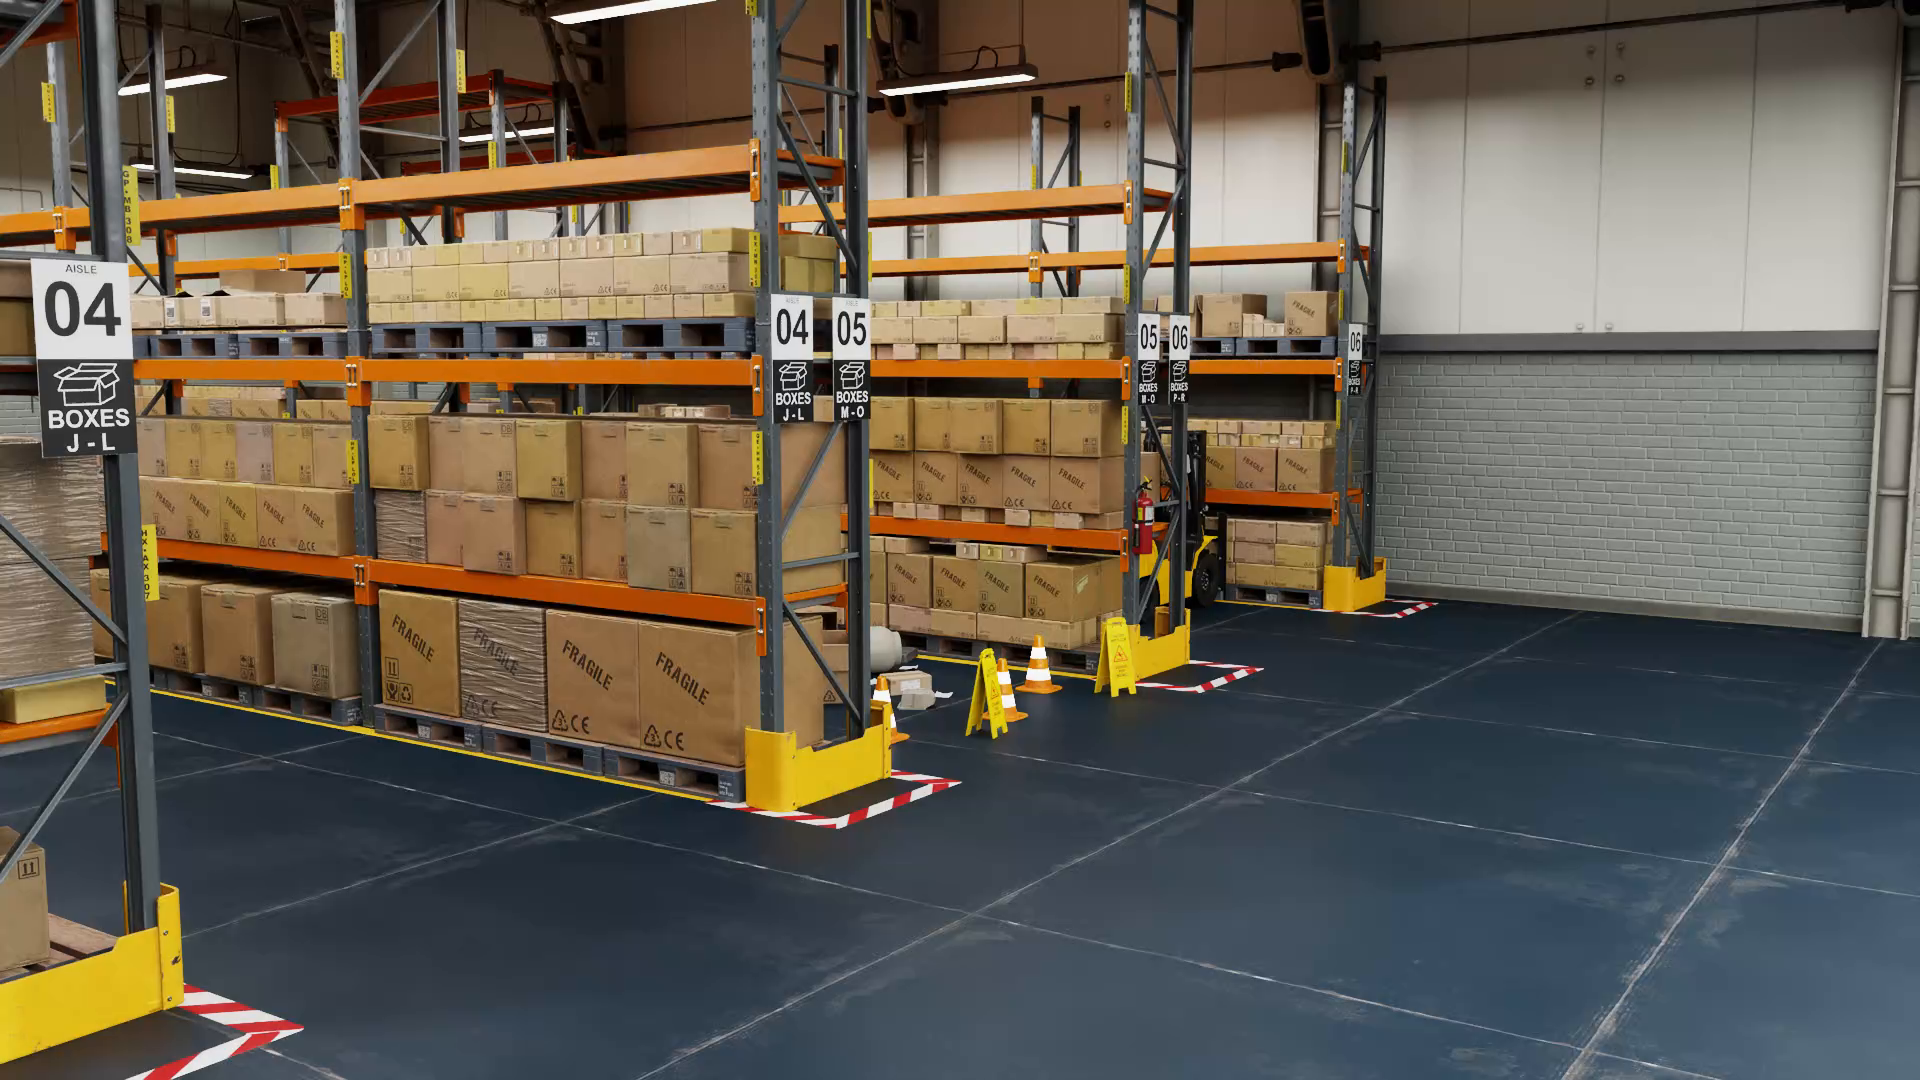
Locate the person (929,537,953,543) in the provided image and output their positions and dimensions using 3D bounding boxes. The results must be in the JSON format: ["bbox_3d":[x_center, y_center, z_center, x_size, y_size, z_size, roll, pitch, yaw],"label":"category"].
[{"bbox_3d":[-0.359,-0.118,18.856,0.650,1.772,0.429,4,7,30],"label":"person"}]
